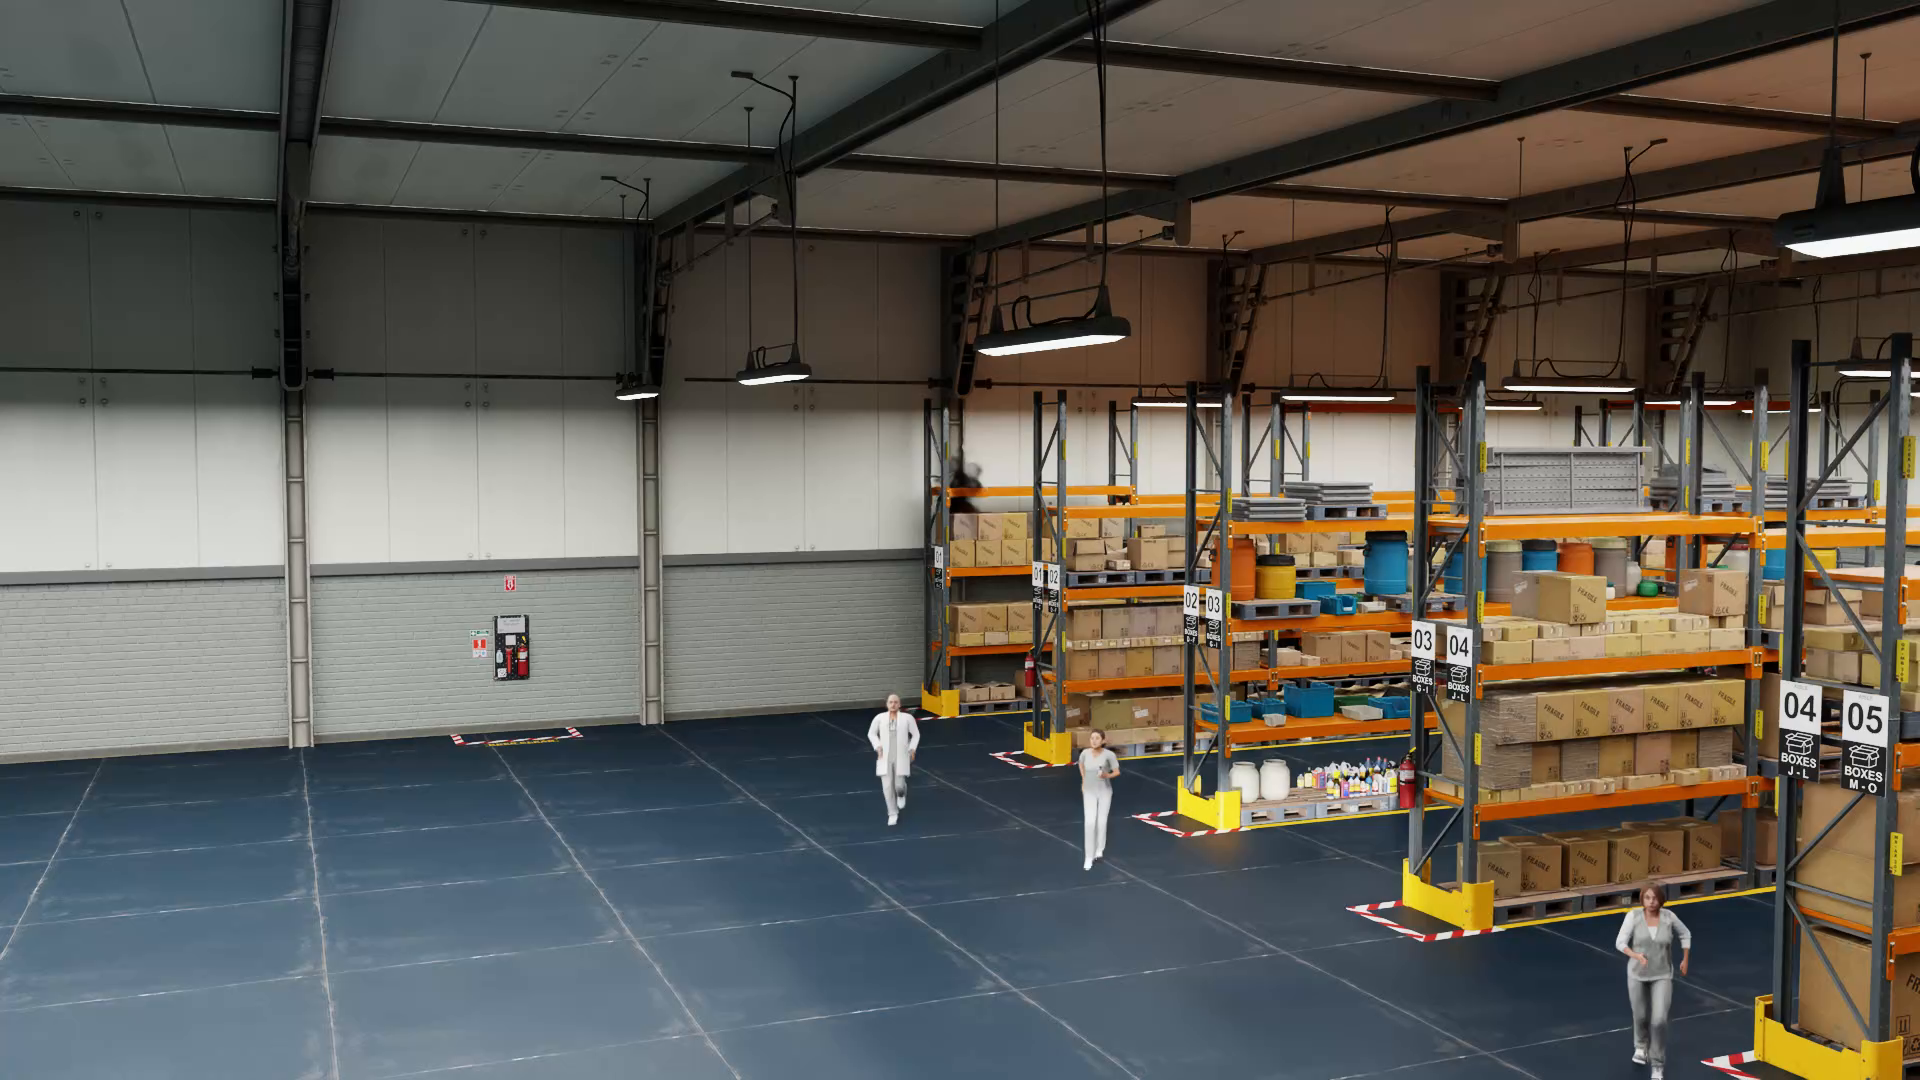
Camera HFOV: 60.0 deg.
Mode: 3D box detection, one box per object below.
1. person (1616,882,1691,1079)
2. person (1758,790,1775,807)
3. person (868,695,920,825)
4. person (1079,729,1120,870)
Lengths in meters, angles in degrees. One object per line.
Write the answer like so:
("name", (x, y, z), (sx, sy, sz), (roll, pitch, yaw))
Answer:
("person", (5.608, 3.587, 13.474), (0.558, 1.661, 0.701), (1, 4, 24))
("person", (10.779, 2.958, 22.269), (0.821, 1.823, 0.633), (-2, 4, -25))
("person", (-0.909, 2.971, 22.694), (0.712, 1.739, 0.652), (0, 3, 2))
("person", (1.694, 3.150, 20.284), (0.536, 1.725, 0.737), (1, 3, 11))
